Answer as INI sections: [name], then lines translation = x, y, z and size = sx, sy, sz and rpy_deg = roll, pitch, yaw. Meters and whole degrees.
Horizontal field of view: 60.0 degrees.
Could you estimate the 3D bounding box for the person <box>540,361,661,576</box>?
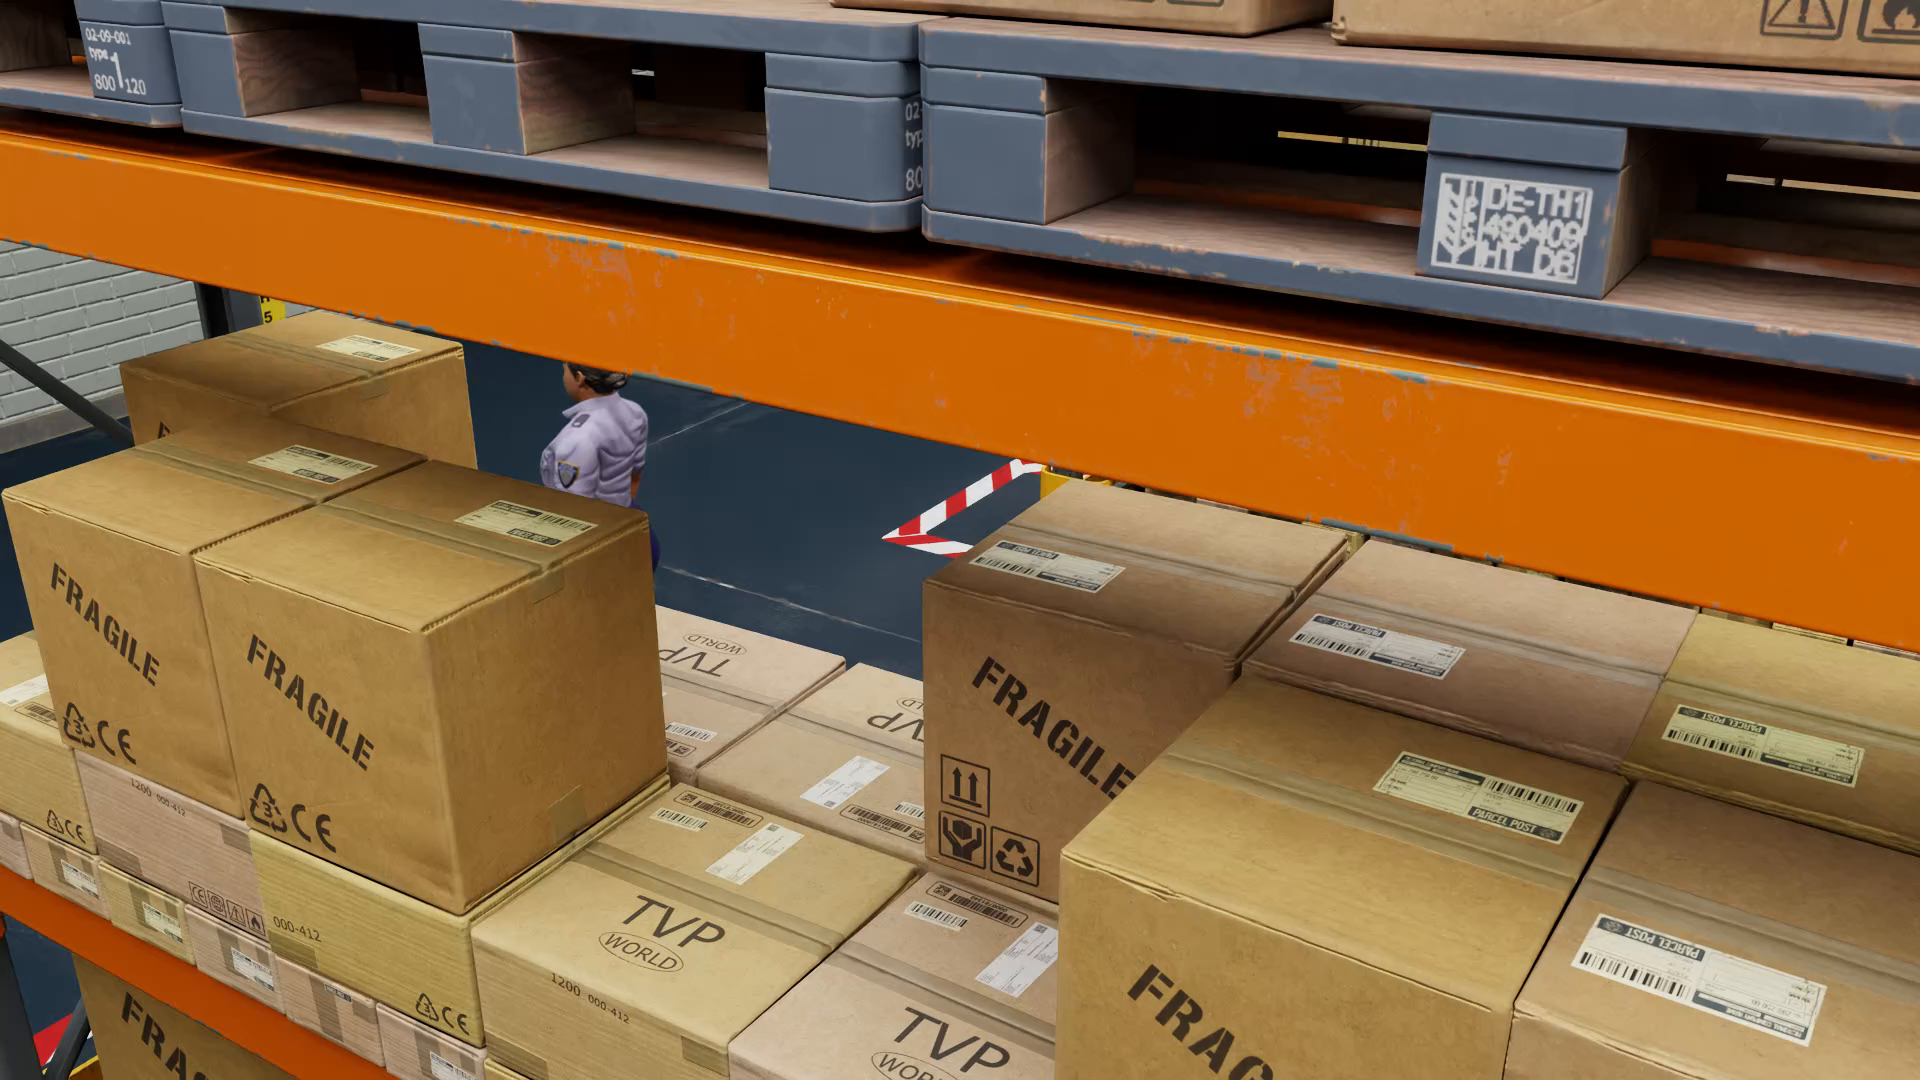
[person]
translation = -1.315, 0.106, 5.943
size = 0.425, 1.738, 0.529
rpy_deg = 10, 25, 21
